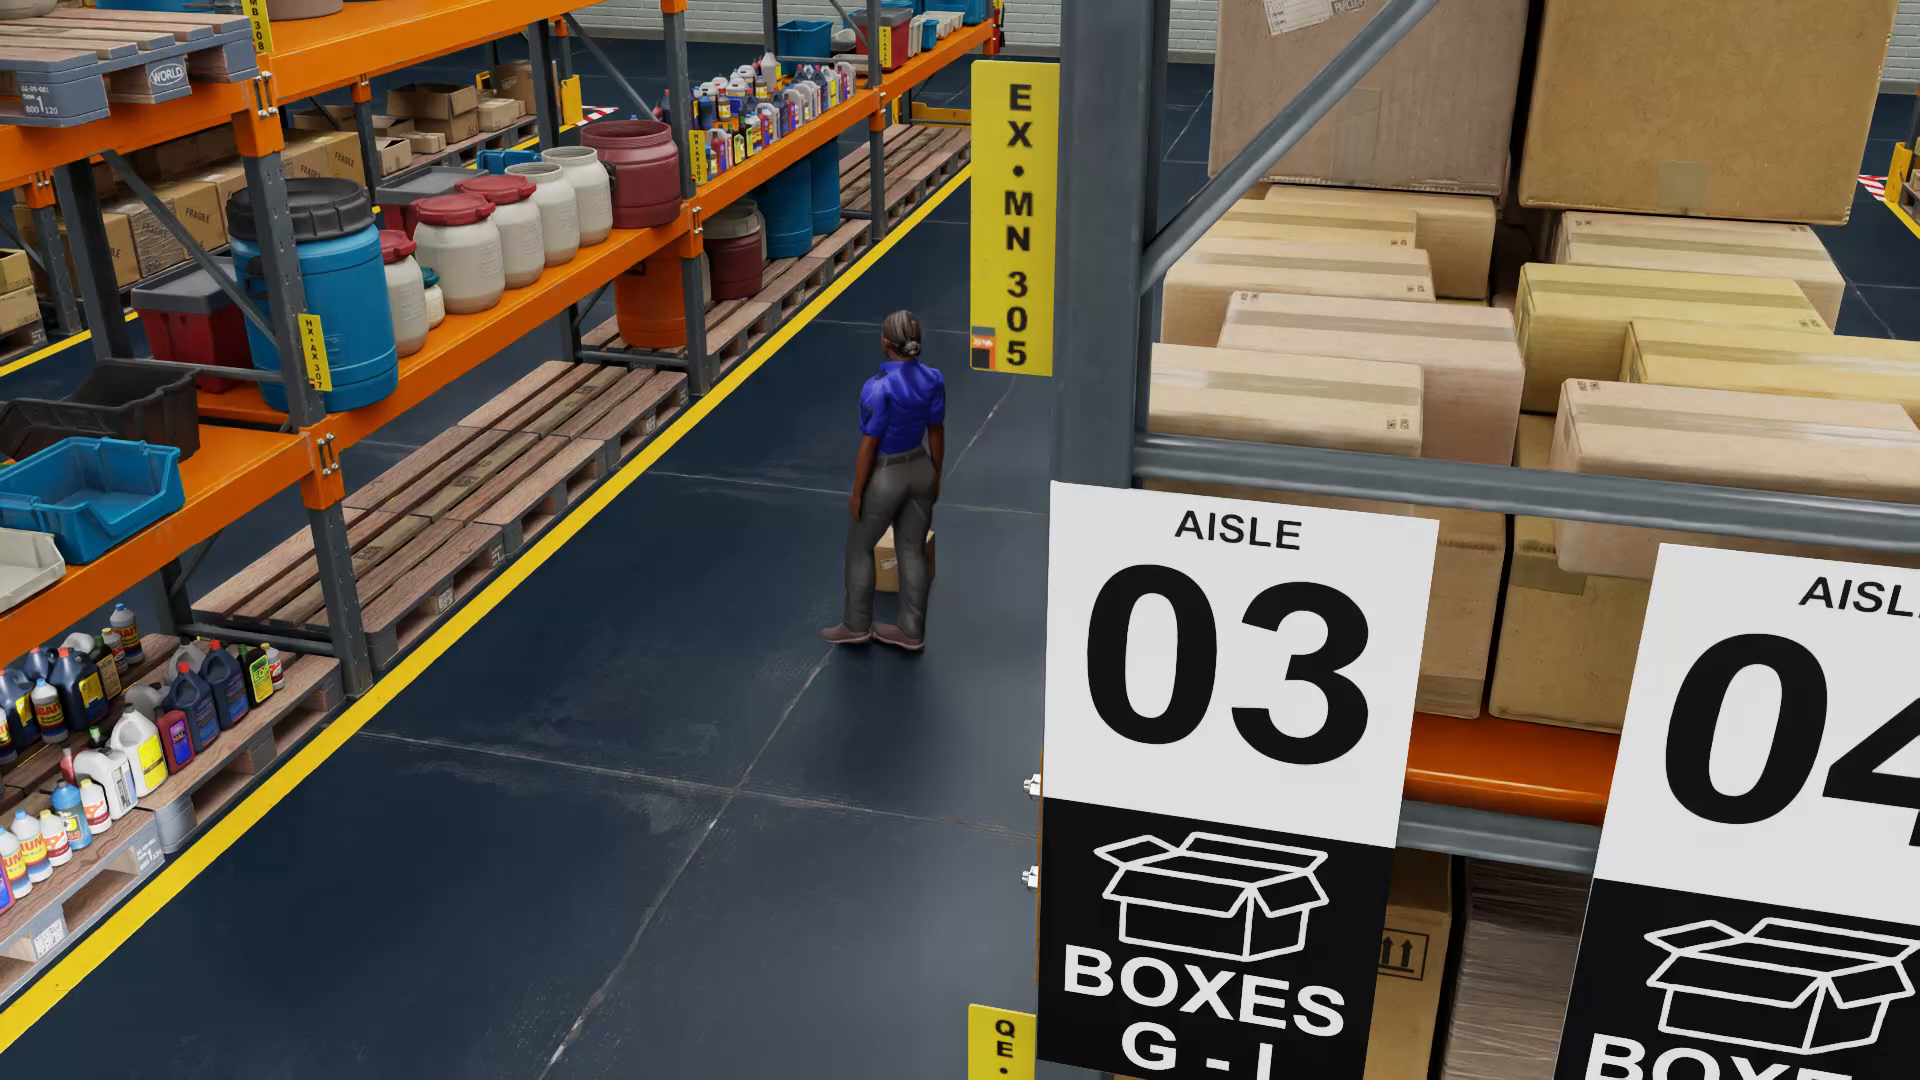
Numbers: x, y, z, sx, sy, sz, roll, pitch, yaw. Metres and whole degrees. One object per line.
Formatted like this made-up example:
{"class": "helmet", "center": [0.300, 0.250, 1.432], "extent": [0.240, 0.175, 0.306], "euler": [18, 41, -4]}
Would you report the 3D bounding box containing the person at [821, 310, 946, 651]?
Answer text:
{"class": "person", "center": [-0.356, -0.262, 7.697], "extent": [0.506, 1.673, 0.475], "euler": [-19, 31, -34]}
